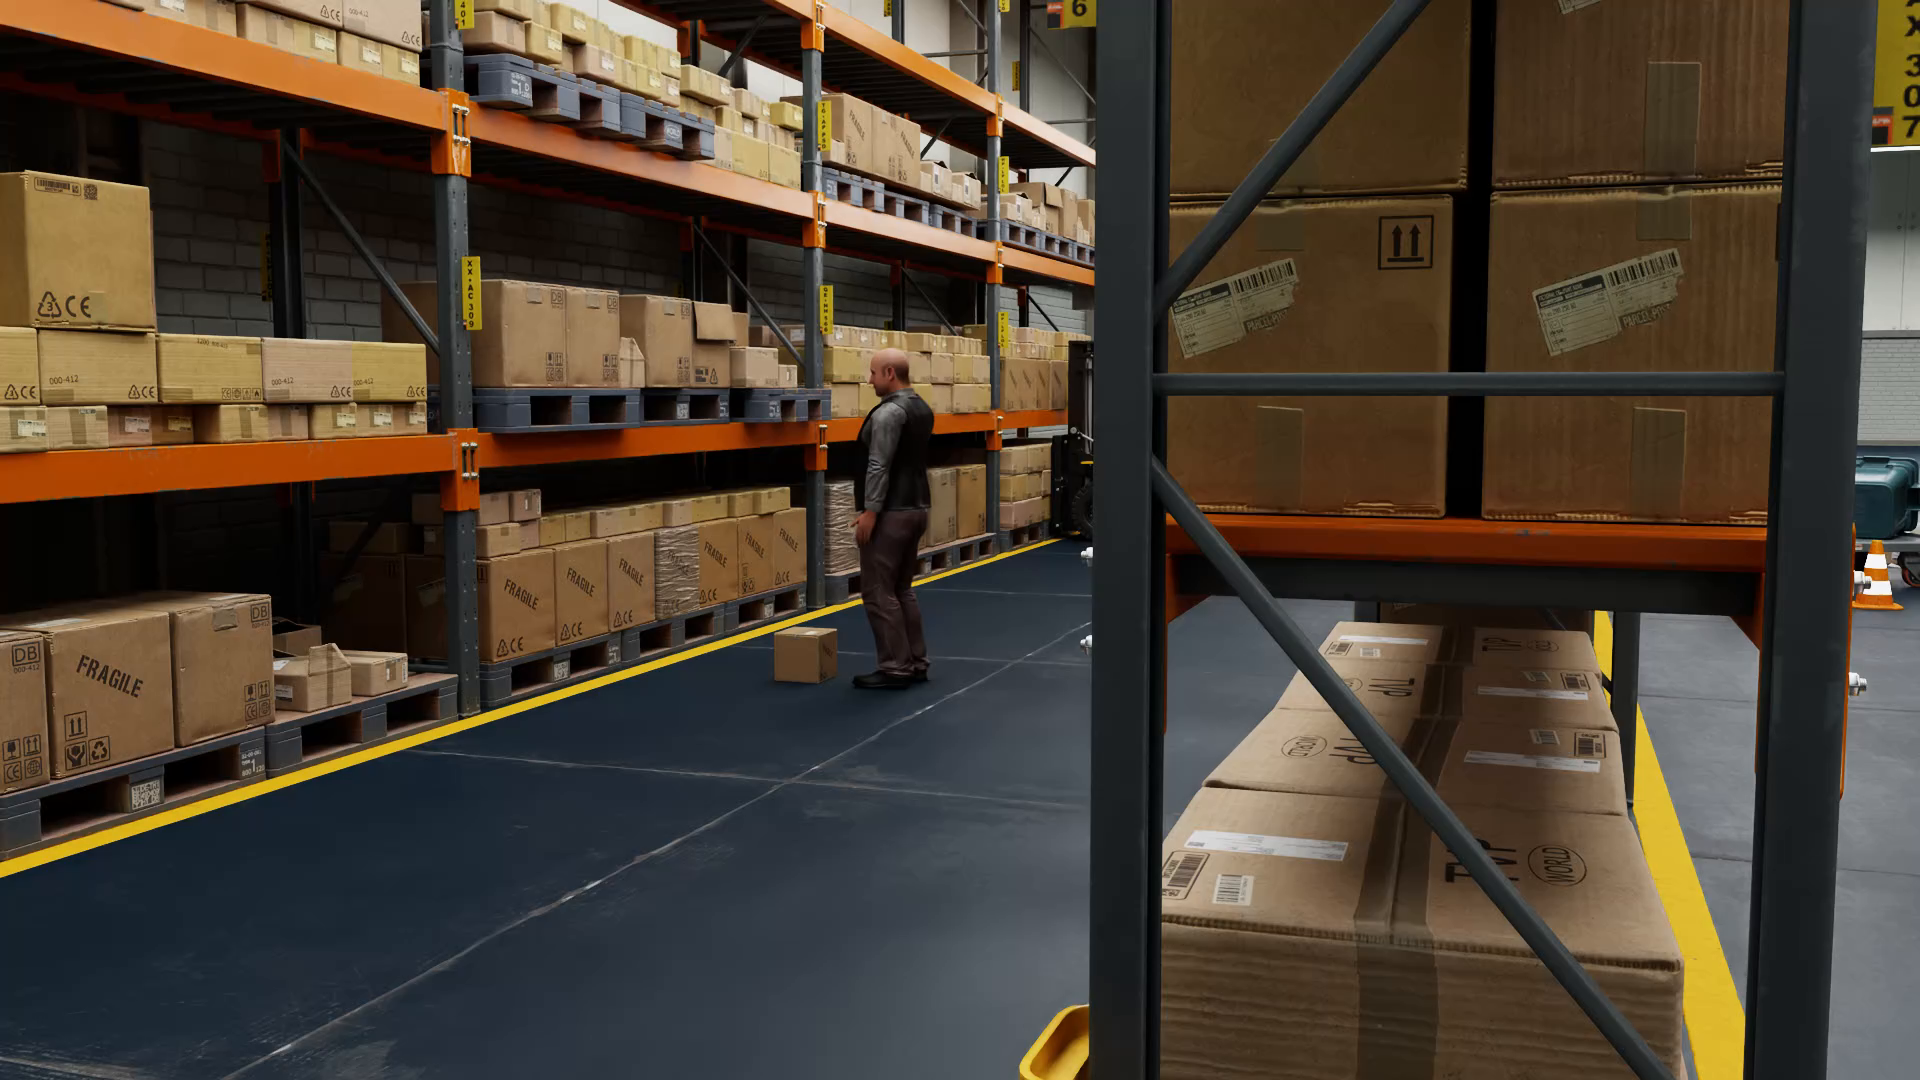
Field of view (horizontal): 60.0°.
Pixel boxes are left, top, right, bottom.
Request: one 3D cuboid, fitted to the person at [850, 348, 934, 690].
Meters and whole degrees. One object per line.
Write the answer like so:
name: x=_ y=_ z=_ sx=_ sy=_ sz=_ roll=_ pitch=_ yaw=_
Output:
person: x=-0.347 y=-0.108 z=8.420 sx=0.357 sy=1.719 sz=0.533 roll=2 pitch=5 yaw=20
